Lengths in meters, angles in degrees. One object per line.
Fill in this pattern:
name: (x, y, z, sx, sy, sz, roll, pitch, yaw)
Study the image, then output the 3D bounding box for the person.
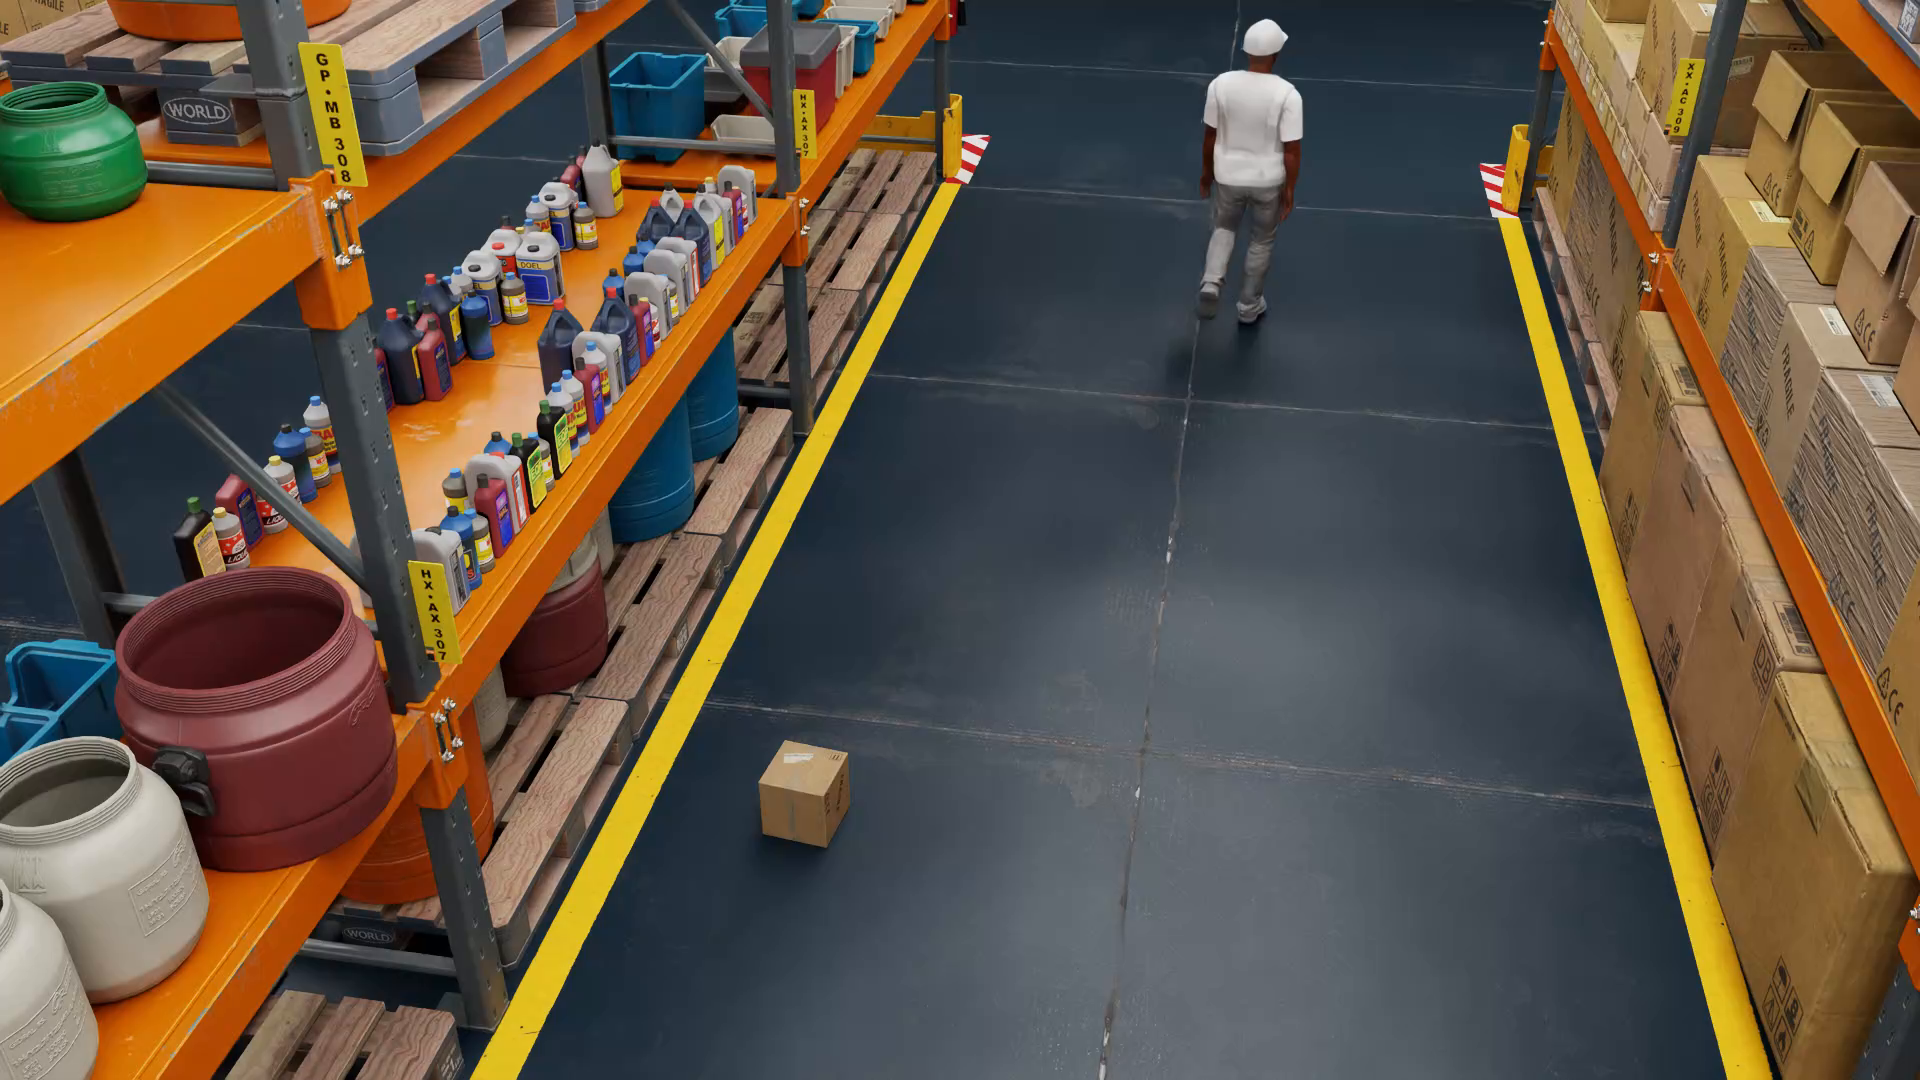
person: (1.604, -2.015, 9.272, 0.579, 1.754, 0.641, 13, 34, 20)
